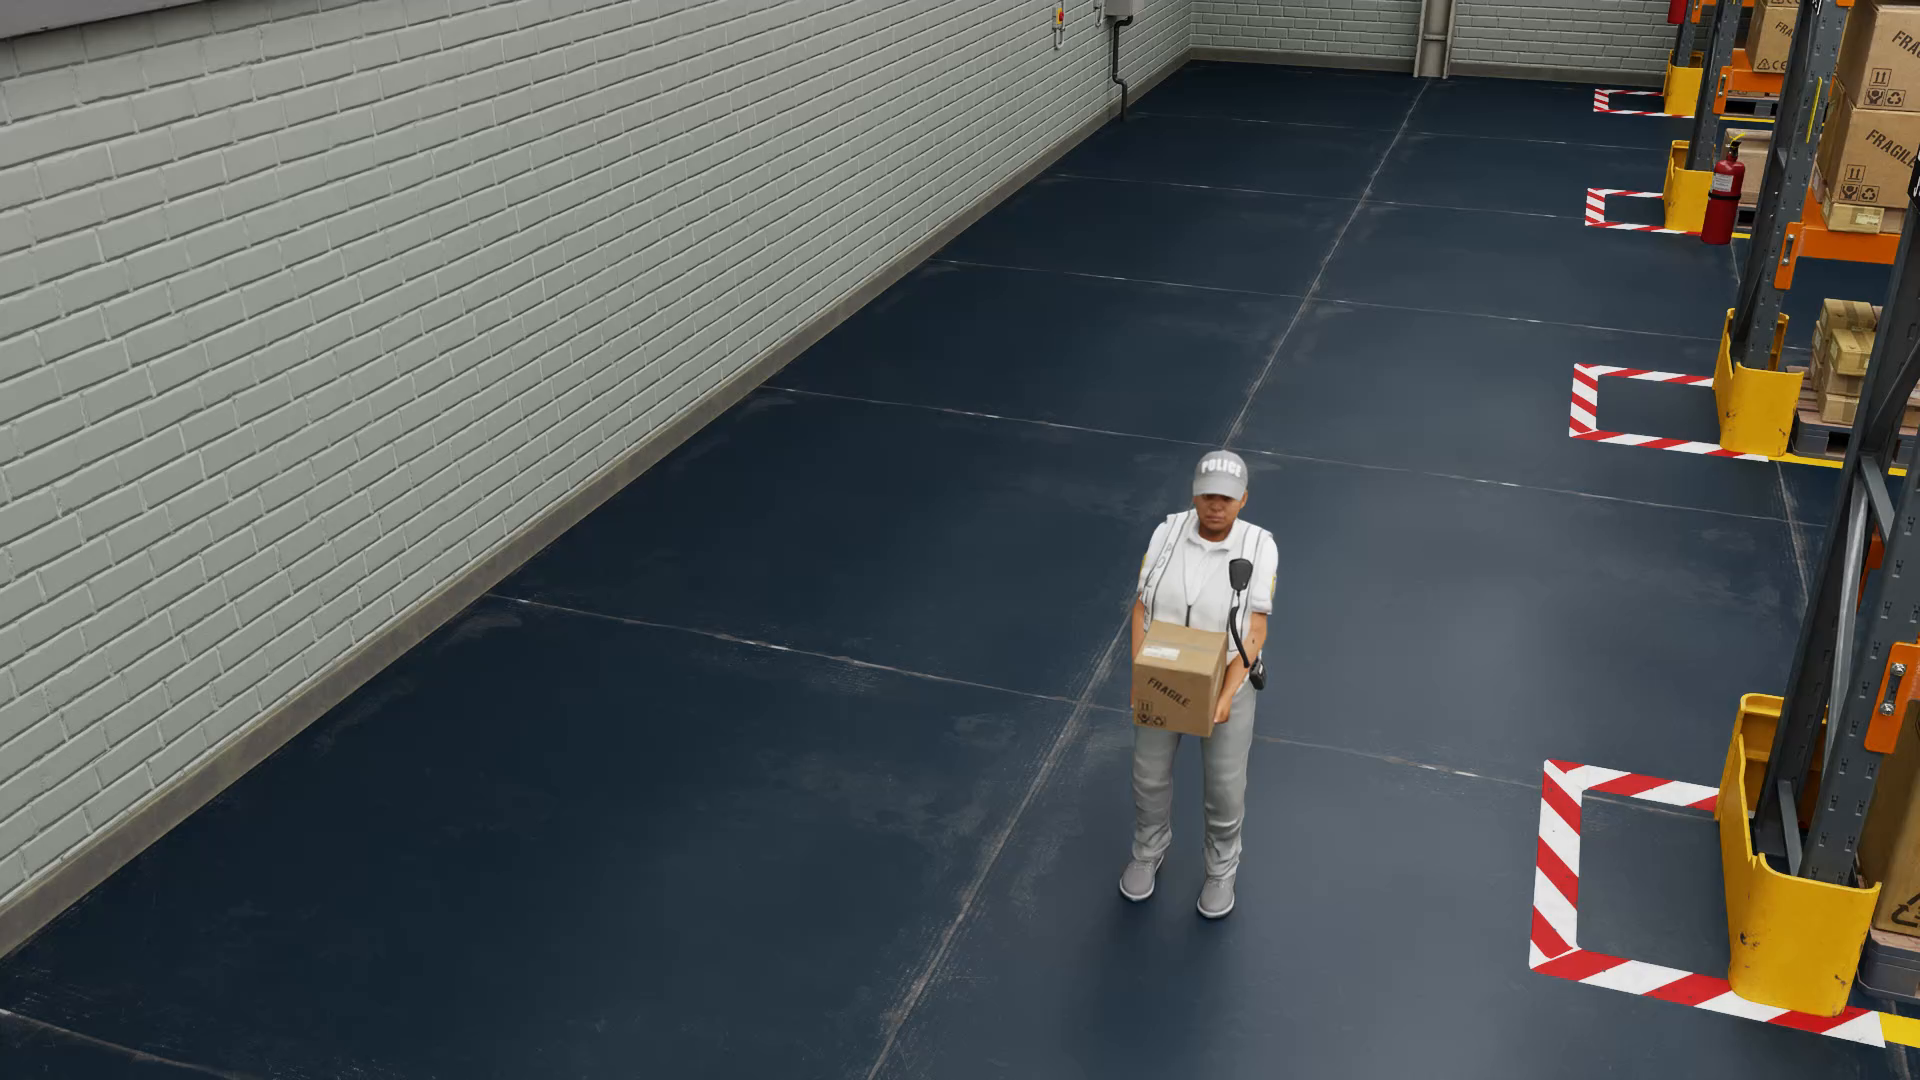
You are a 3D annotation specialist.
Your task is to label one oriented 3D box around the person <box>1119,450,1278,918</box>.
[{"bbox_3d":[0.780,0.515,5.559,0.453,1.653,0.541,9,27,18],"label":"person"}]
